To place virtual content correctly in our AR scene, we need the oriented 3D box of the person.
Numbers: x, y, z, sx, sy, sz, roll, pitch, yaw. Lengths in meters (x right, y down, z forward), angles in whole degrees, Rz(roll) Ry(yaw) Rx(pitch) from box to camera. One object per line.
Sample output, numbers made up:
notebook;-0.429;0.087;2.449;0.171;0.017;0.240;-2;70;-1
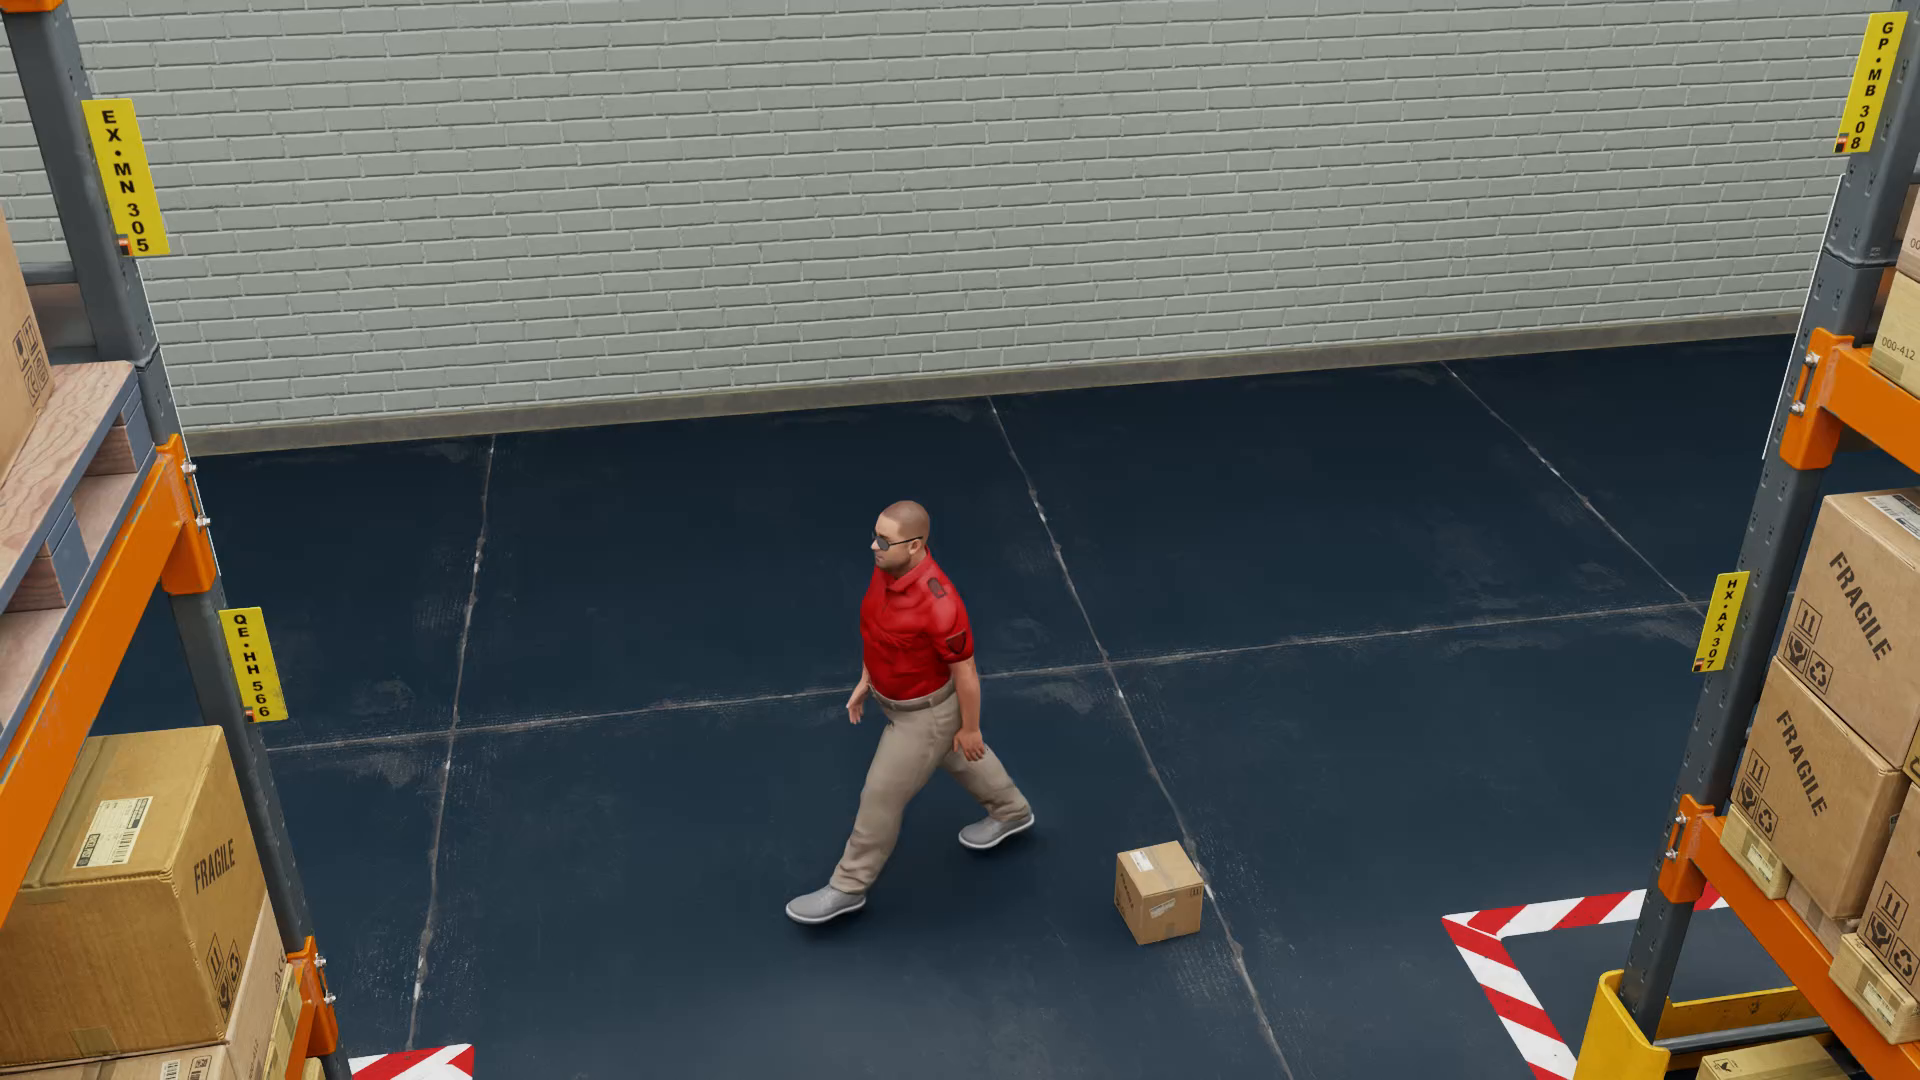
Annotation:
person;-0.193;0.589;6.154;1.088;1.659;0.534;-10;32;-17
